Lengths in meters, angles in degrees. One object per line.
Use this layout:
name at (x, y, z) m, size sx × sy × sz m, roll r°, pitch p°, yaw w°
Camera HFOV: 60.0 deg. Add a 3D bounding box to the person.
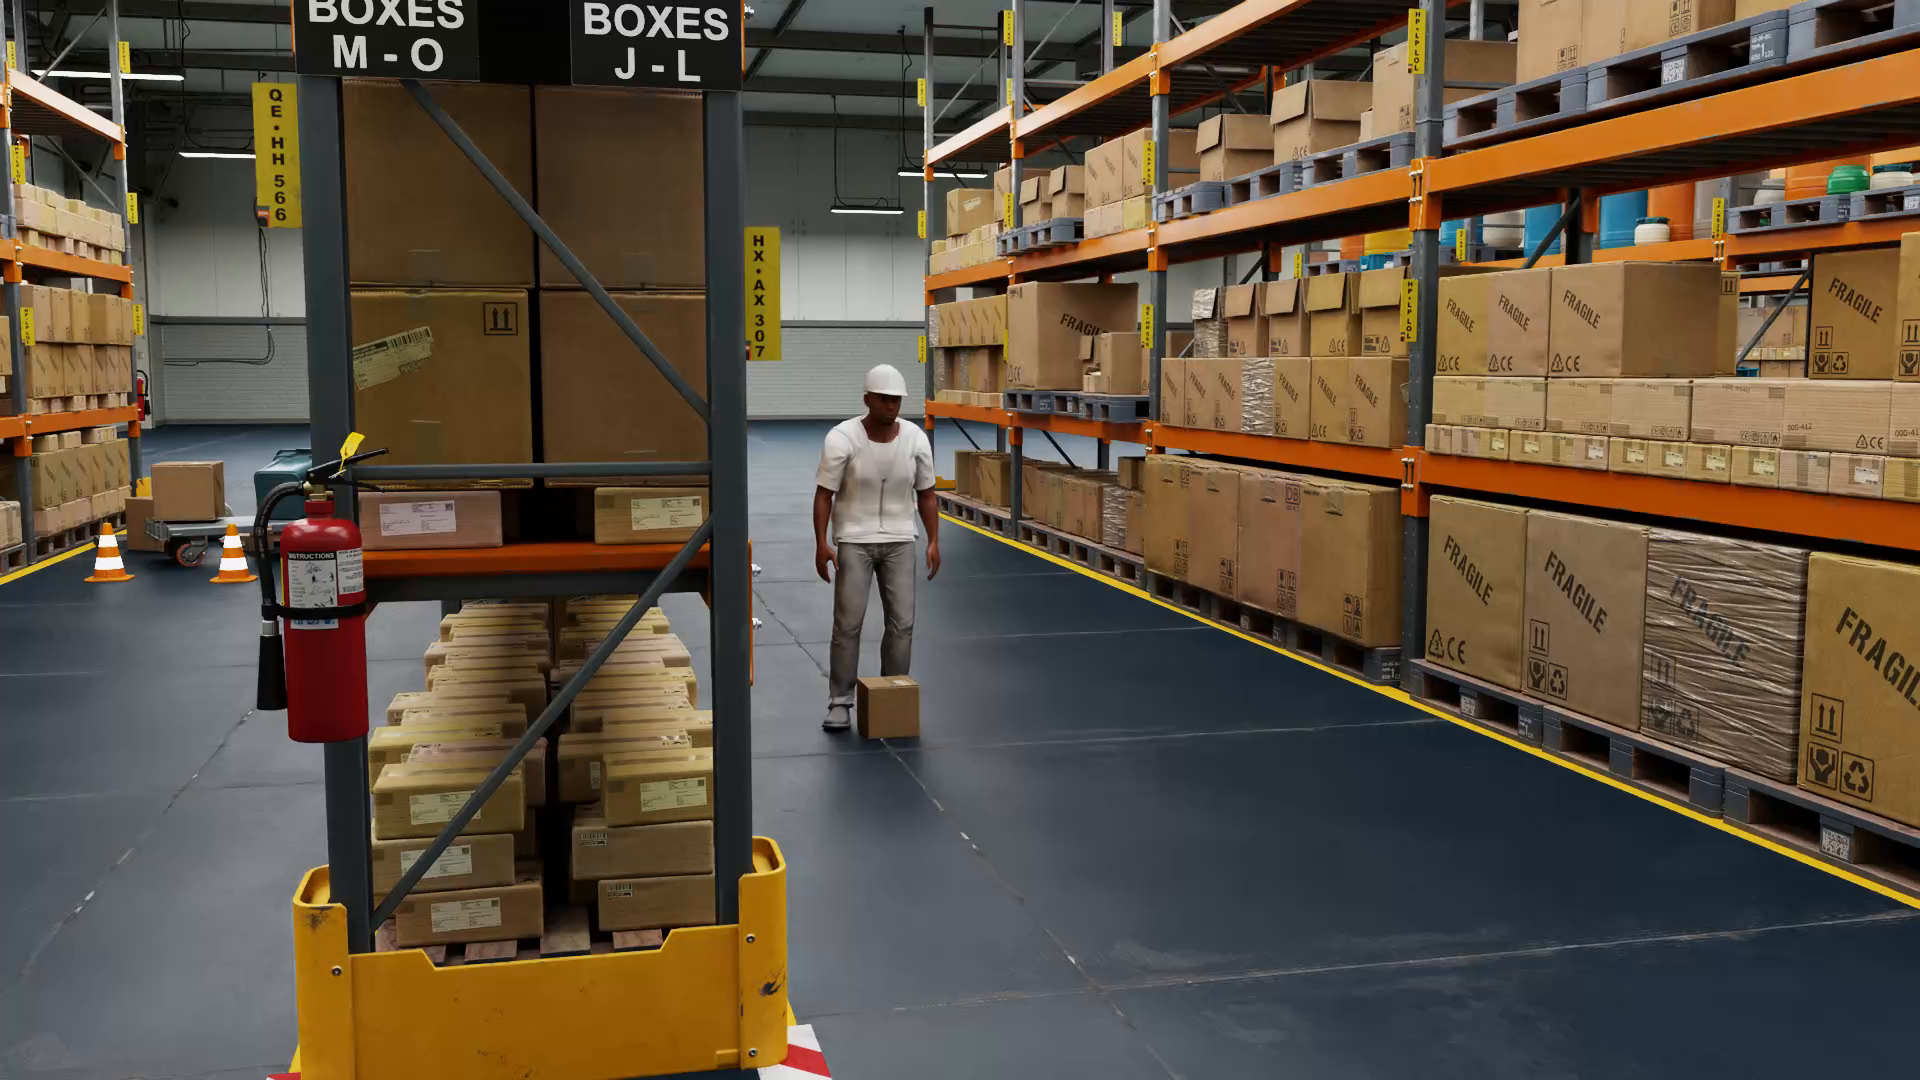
person at (-0.400, 0.027, 8.112) m, size 0.635 × 1.761 × 0.455 m, roll -2°, pitch 6°, yaw -17°
